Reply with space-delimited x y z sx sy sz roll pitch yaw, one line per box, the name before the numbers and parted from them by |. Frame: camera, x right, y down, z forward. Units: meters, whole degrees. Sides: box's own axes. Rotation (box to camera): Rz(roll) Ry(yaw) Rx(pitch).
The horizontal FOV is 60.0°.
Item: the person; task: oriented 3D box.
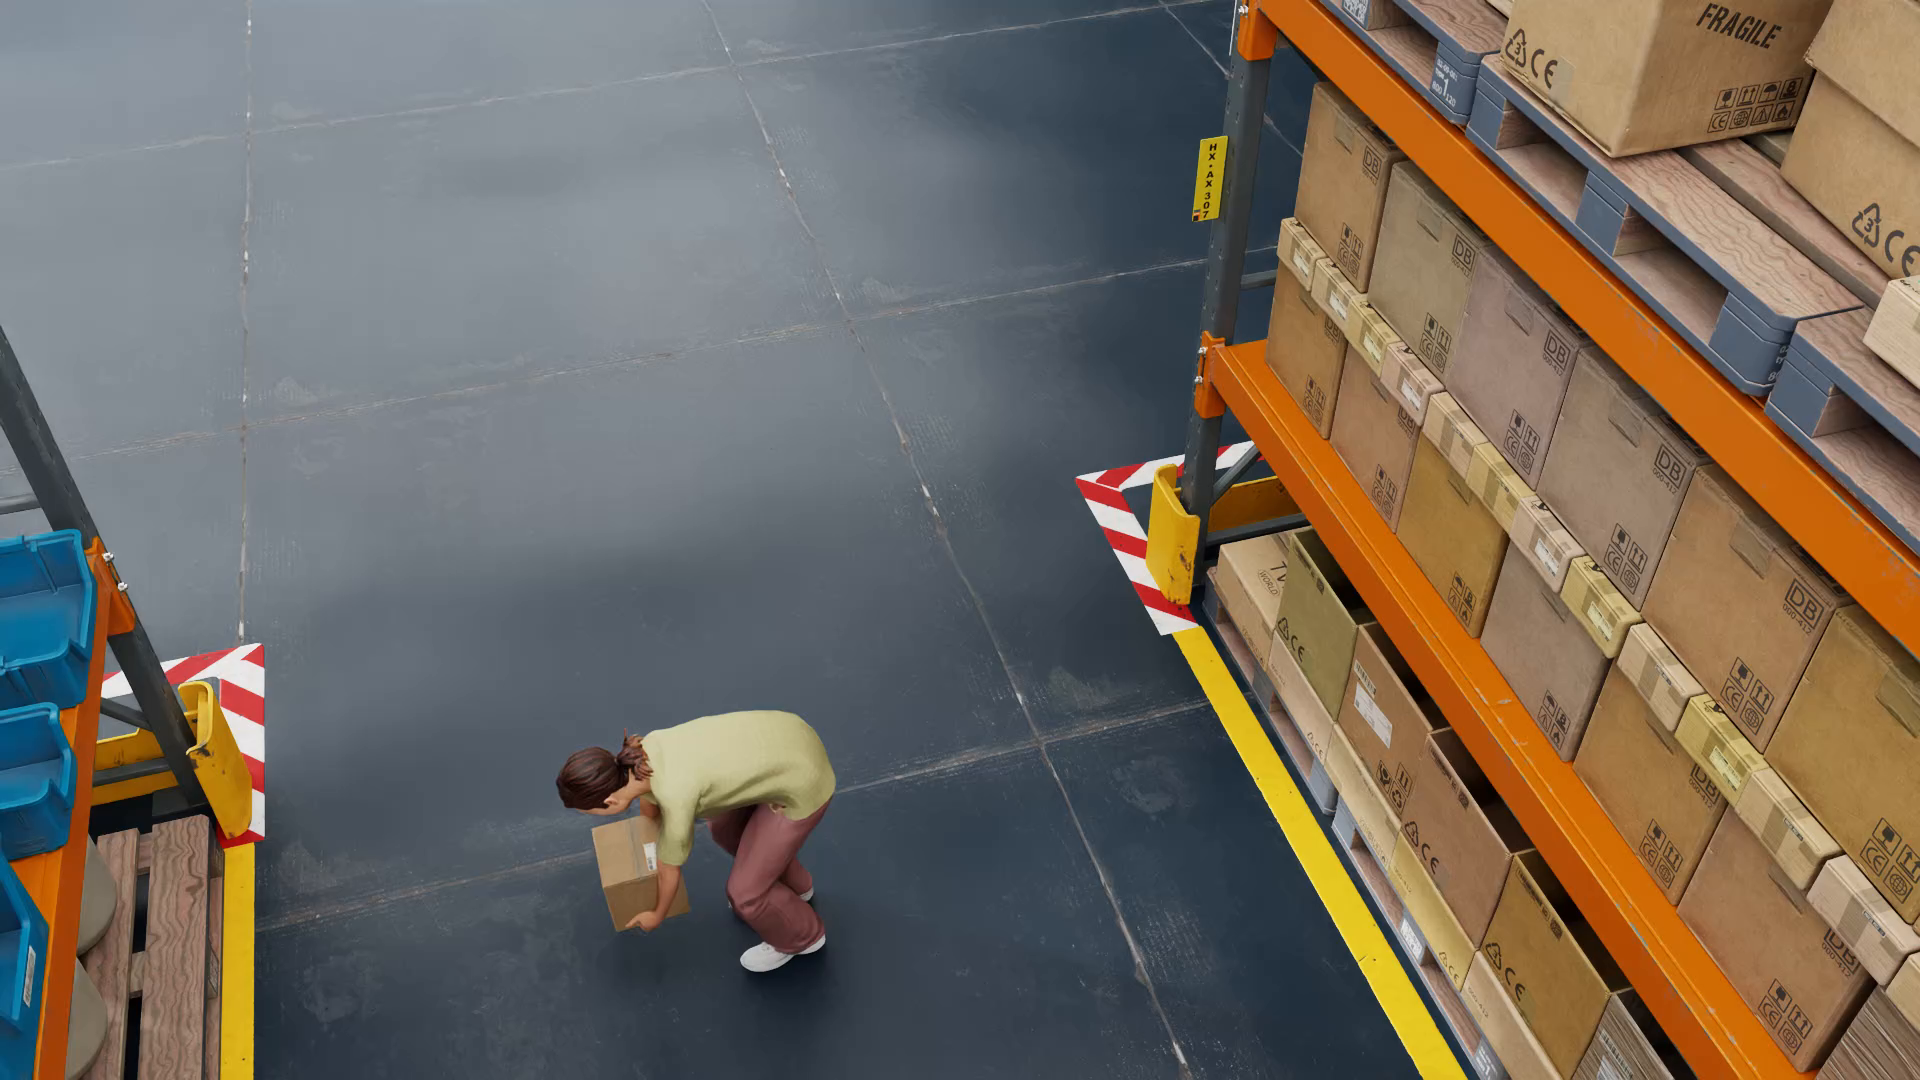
person | -0.825 0.997 5.474 0.854 1.131 0.447 -14 44 -15
